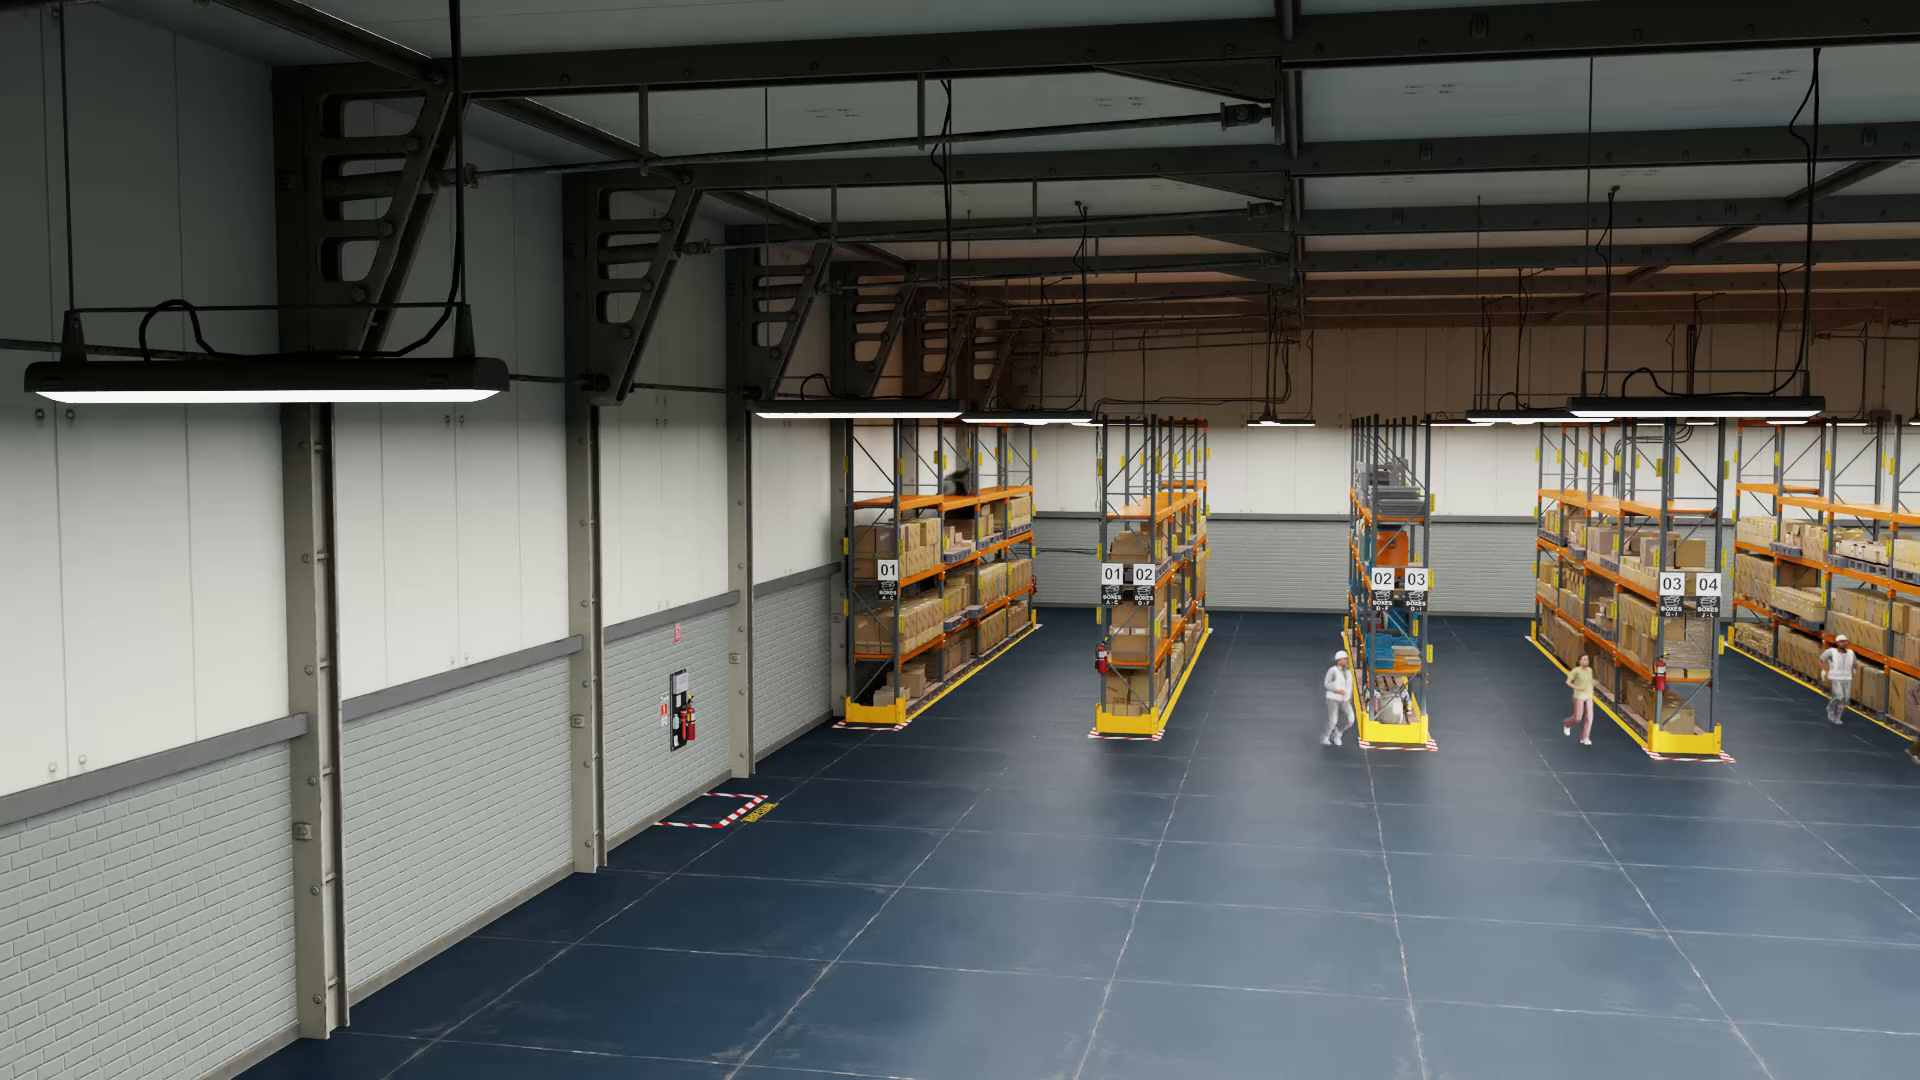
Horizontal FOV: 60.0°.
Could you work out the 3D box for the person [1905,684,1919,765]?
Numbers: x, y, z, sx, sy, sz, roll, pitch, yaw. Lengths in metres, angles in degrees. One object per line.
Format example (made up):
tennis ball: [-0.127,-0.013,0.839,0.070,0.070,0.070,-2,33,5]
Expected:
person: [16.406,2.994,27.922,0.743,1.799,1.021,-2,4,-22]

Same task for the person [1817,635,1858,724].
person: [17.005,2.700,32.090,0.671,1.739,0.628,0,4,2]

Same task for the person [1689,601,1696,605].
person: [19.773,1.954,45.043,0.598,1.566,0.710,-2,4,-27]

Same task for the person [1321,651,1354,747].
person: [6.845,2.859,29.893,0.696,1.742,0.644,-2,4,-24]

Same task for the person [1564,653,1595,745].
person: [11.321,2.877,30.325,0.620,1.643,0.750,-1,4,-12]
